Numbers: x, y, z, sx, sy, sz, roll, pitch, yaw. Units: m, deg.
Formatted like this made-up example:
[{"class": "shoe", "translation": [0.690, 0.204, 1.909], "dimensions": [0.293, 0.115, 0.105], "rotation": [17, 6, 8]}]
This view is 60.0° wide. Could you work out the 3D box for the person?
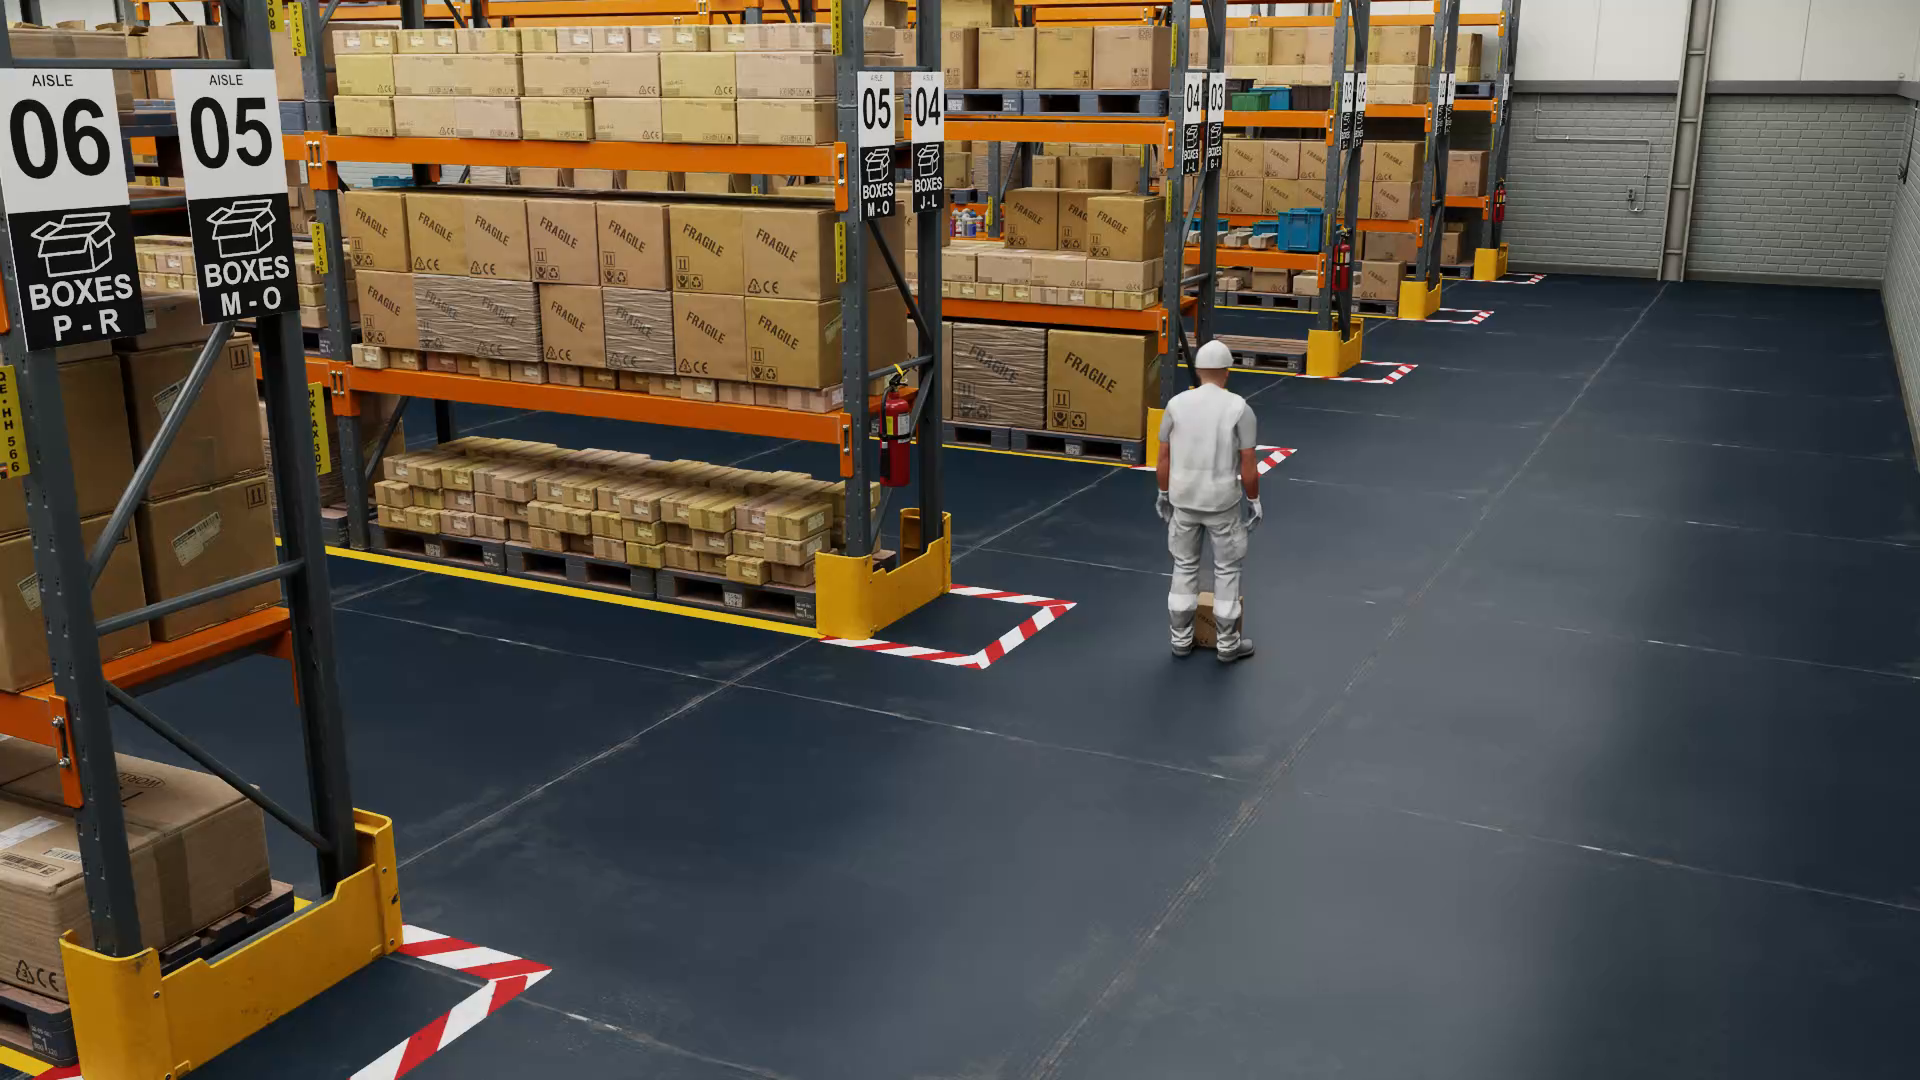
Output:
[{"class": "person", "translation": [1.386, -0.214, 9.264], "dimensions": [0.609, 1.779, 0.454], "rotation": [8, 17, 25]}]
